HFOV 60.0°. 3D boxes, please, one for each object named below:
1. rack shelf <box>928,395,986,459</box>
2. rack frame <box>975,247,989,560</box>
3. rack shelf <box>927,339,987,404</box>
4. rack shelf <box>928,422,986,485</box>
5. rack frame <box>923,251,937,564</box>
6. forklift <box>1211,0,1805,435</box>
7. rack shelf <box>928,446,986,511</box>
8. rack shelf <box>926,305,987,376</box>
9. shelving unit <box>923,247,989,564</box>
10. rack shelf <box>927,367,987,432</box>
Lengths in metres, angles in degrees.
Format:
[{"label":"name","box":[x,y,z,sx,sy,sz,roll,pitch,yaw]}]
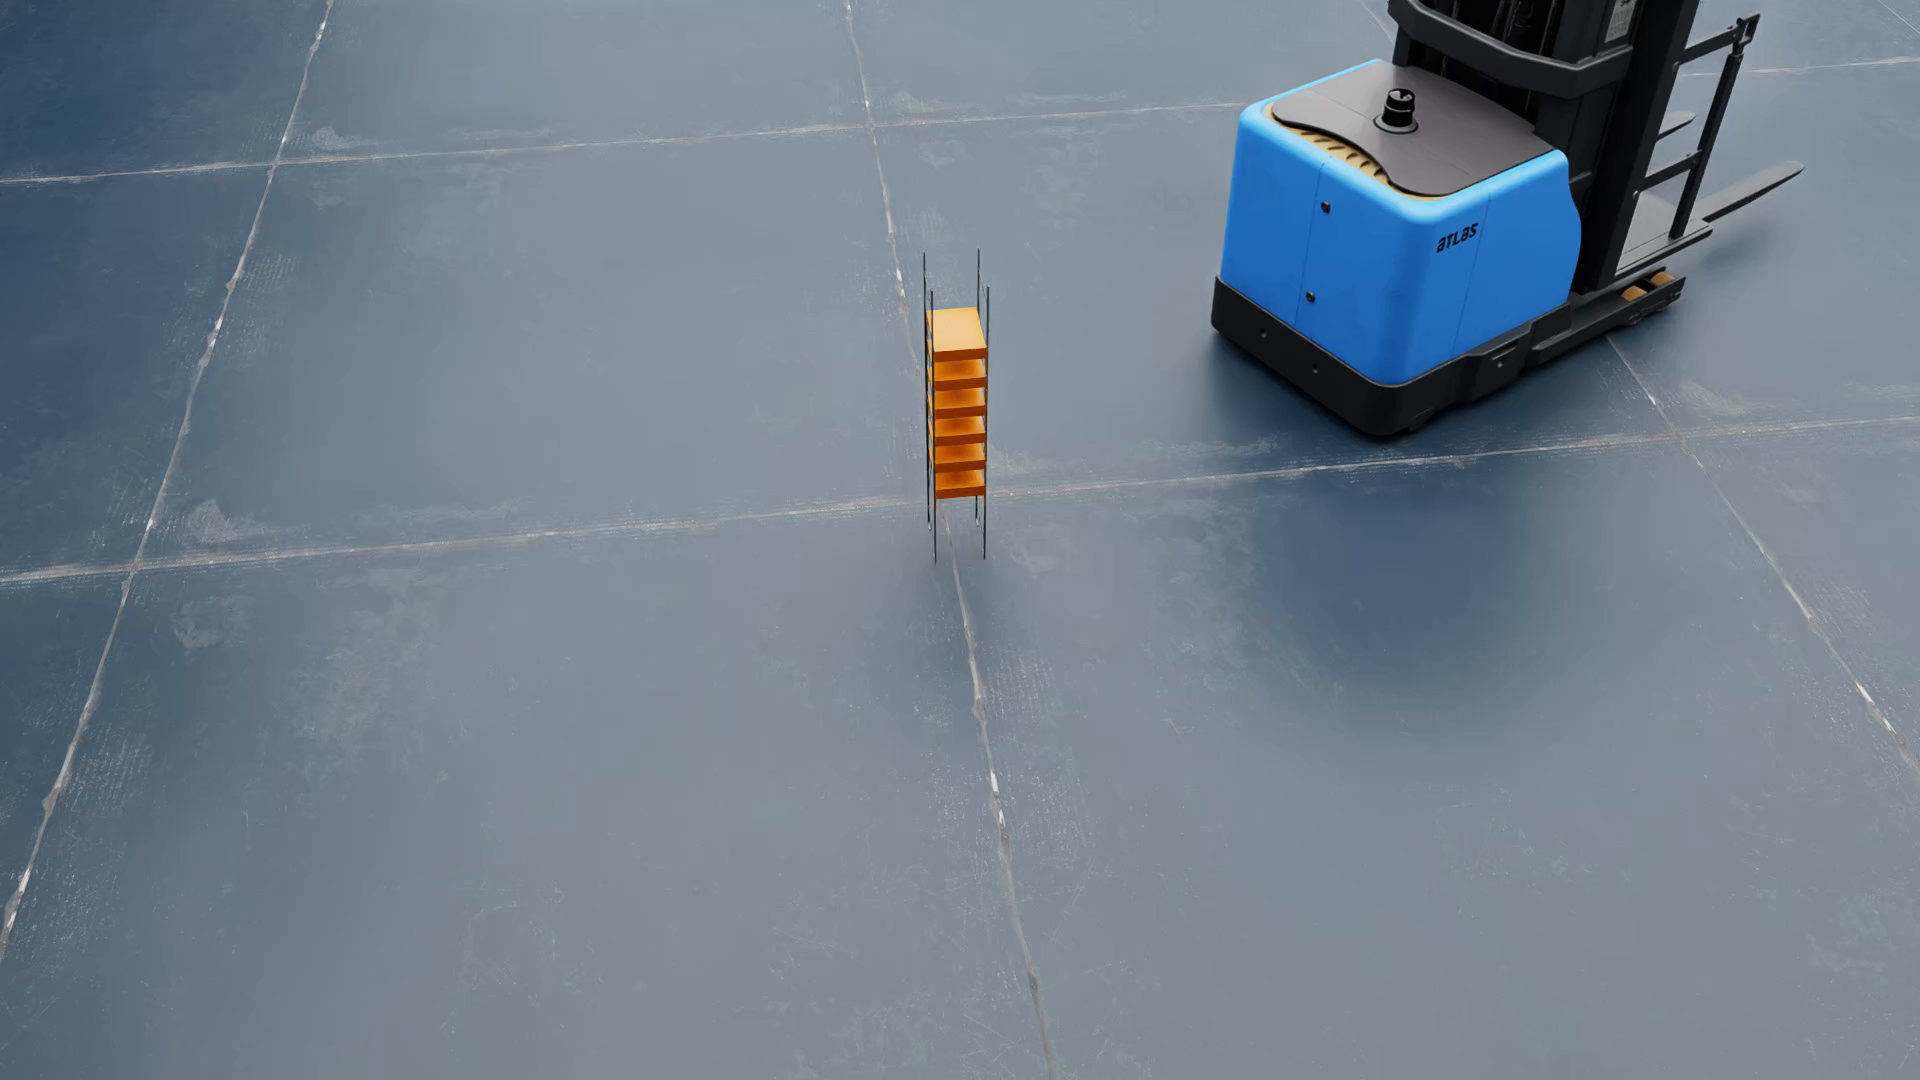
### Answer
[{"label":"rack shelf","box":[-0.014,-0.411,5.876,0.180,0.103,0.258,-5,42,-6]},{"label":"rack frame","box":[0.076,-0.452,5.856,0.006,1.200,0.240,-5,42,-6]},{"label":"rack shelf","box":[-0.014,-0.589,5.716,0.180,0.103,0.258,-5,42,-6]},{"label":"rack shelf","box":[-0.014,-0.322,5.957,0.180,0.103,0.258,-5,42,-6]},{"label":"rack frame","box":[-0.105,-0.436,5.838,0.006,1.200,0.240,-5,42,-6]},{"label":"forklift","box":[2.580,-2.295,6.606,3.031,2.935,1.130,-25,48,-25]},{"label":"rack shelf","box":[-0.014,-0.233,6.037,0.180,0.103,0.258,-5,42,-6]},{"label":"rack shelf","box":[-0.014,-0.679,5.635,0.180,0.103,0.258,-5,42,-6]},{"label":"shelving unit","box":[-0.014,-0.444,5.847,0.189,1.200,0.258,-5,42,-6]},{"label":"rack shelf","box":[-0.014,-0.500,5.796,0.180,0.103,0.258,-5,42,-6]}]
